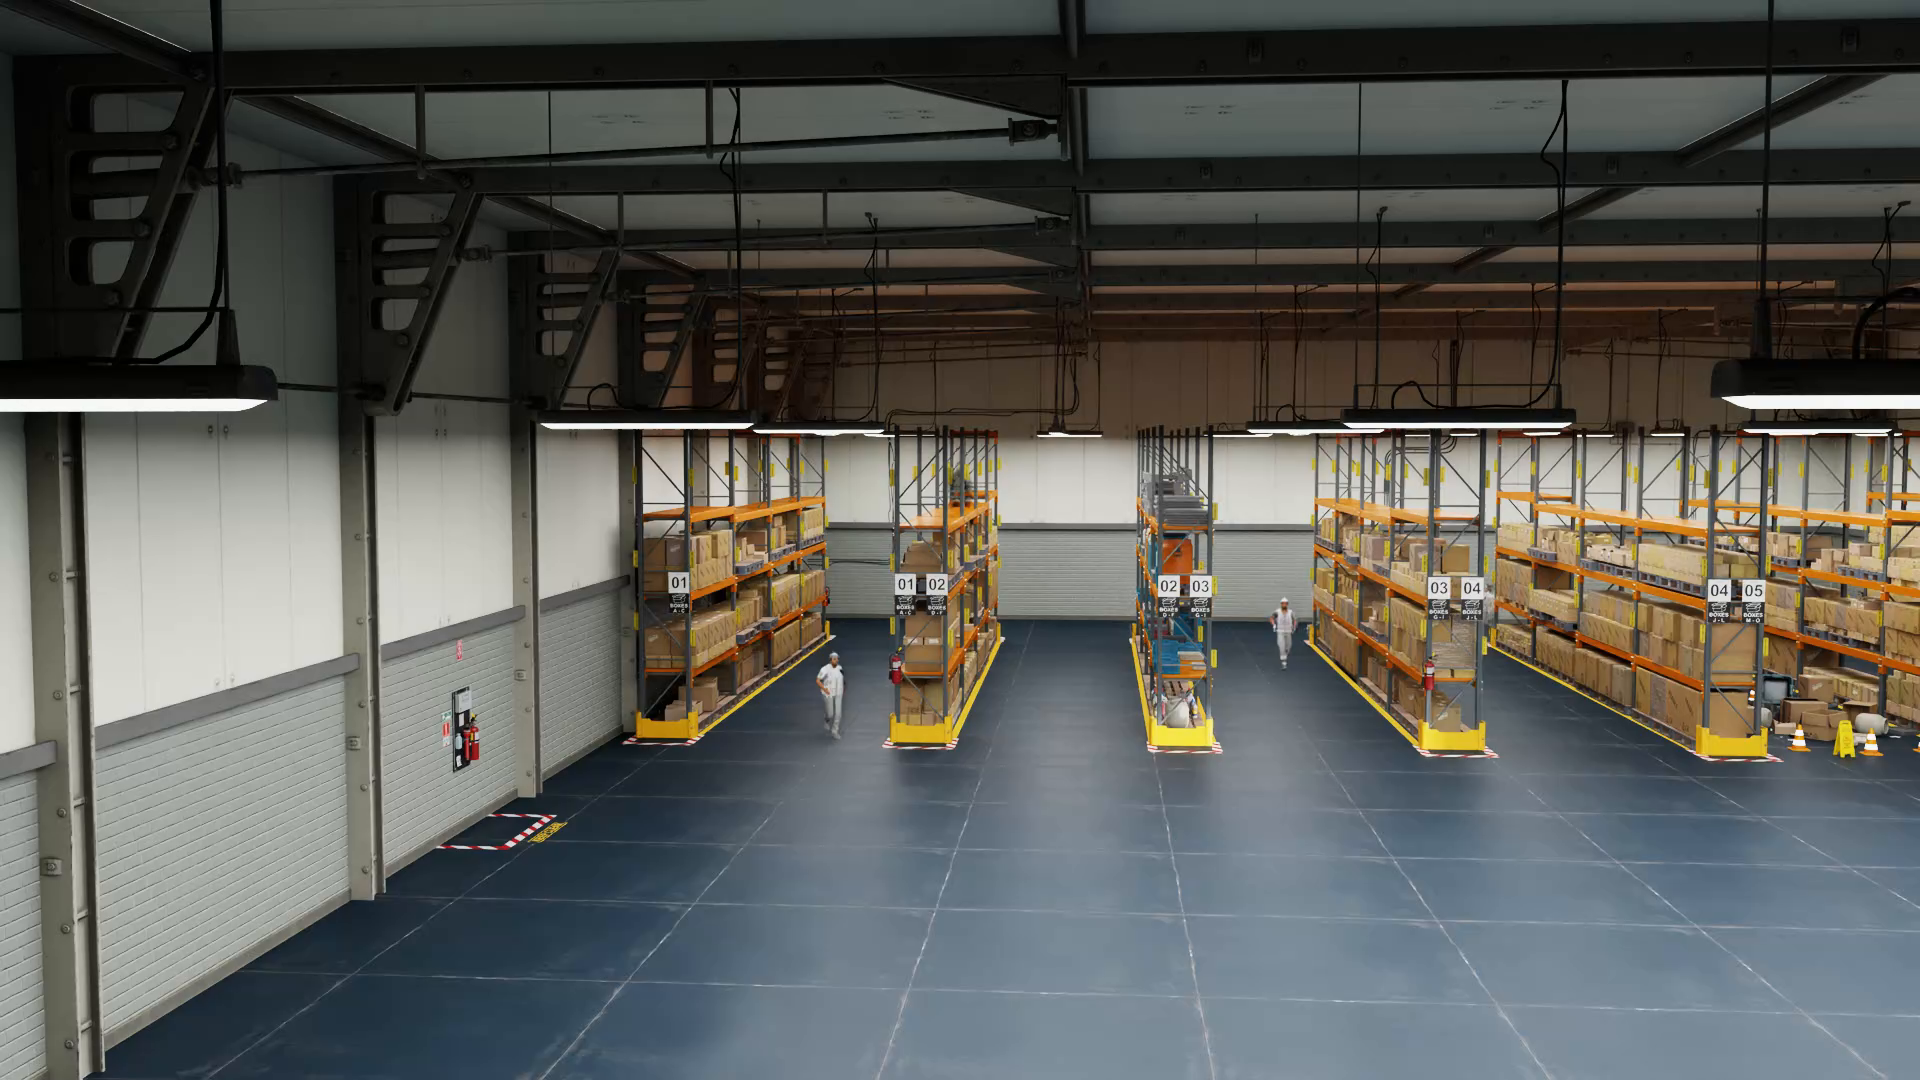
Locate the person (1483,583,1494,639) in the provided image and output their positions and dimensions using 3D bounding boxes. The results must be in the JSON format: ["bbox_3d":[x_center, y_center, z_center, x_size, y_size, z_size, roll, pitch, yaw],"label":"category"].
[{"bbox_3d":[14.902,2.046,47.181,0.925,1.661,0.673,0,3,-1],"label":"person"}]

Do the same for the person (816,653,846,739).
[{"bbox_3d":[-2.476,2.990,32.093,0.602,1.647,0.583,-2,4,-28],"label":"person"}]

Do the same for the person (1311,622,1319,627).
[{"bbox_3d":[10.529,2.048,48.053,0.831,1.585,0.572,2,4,26],"label":"person"}]

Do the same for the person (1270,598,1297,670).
[{"bbox_3d":[8.123,2.344,41.738,0.655,1.774,0.845,0,3,4],"label":"person"}]
